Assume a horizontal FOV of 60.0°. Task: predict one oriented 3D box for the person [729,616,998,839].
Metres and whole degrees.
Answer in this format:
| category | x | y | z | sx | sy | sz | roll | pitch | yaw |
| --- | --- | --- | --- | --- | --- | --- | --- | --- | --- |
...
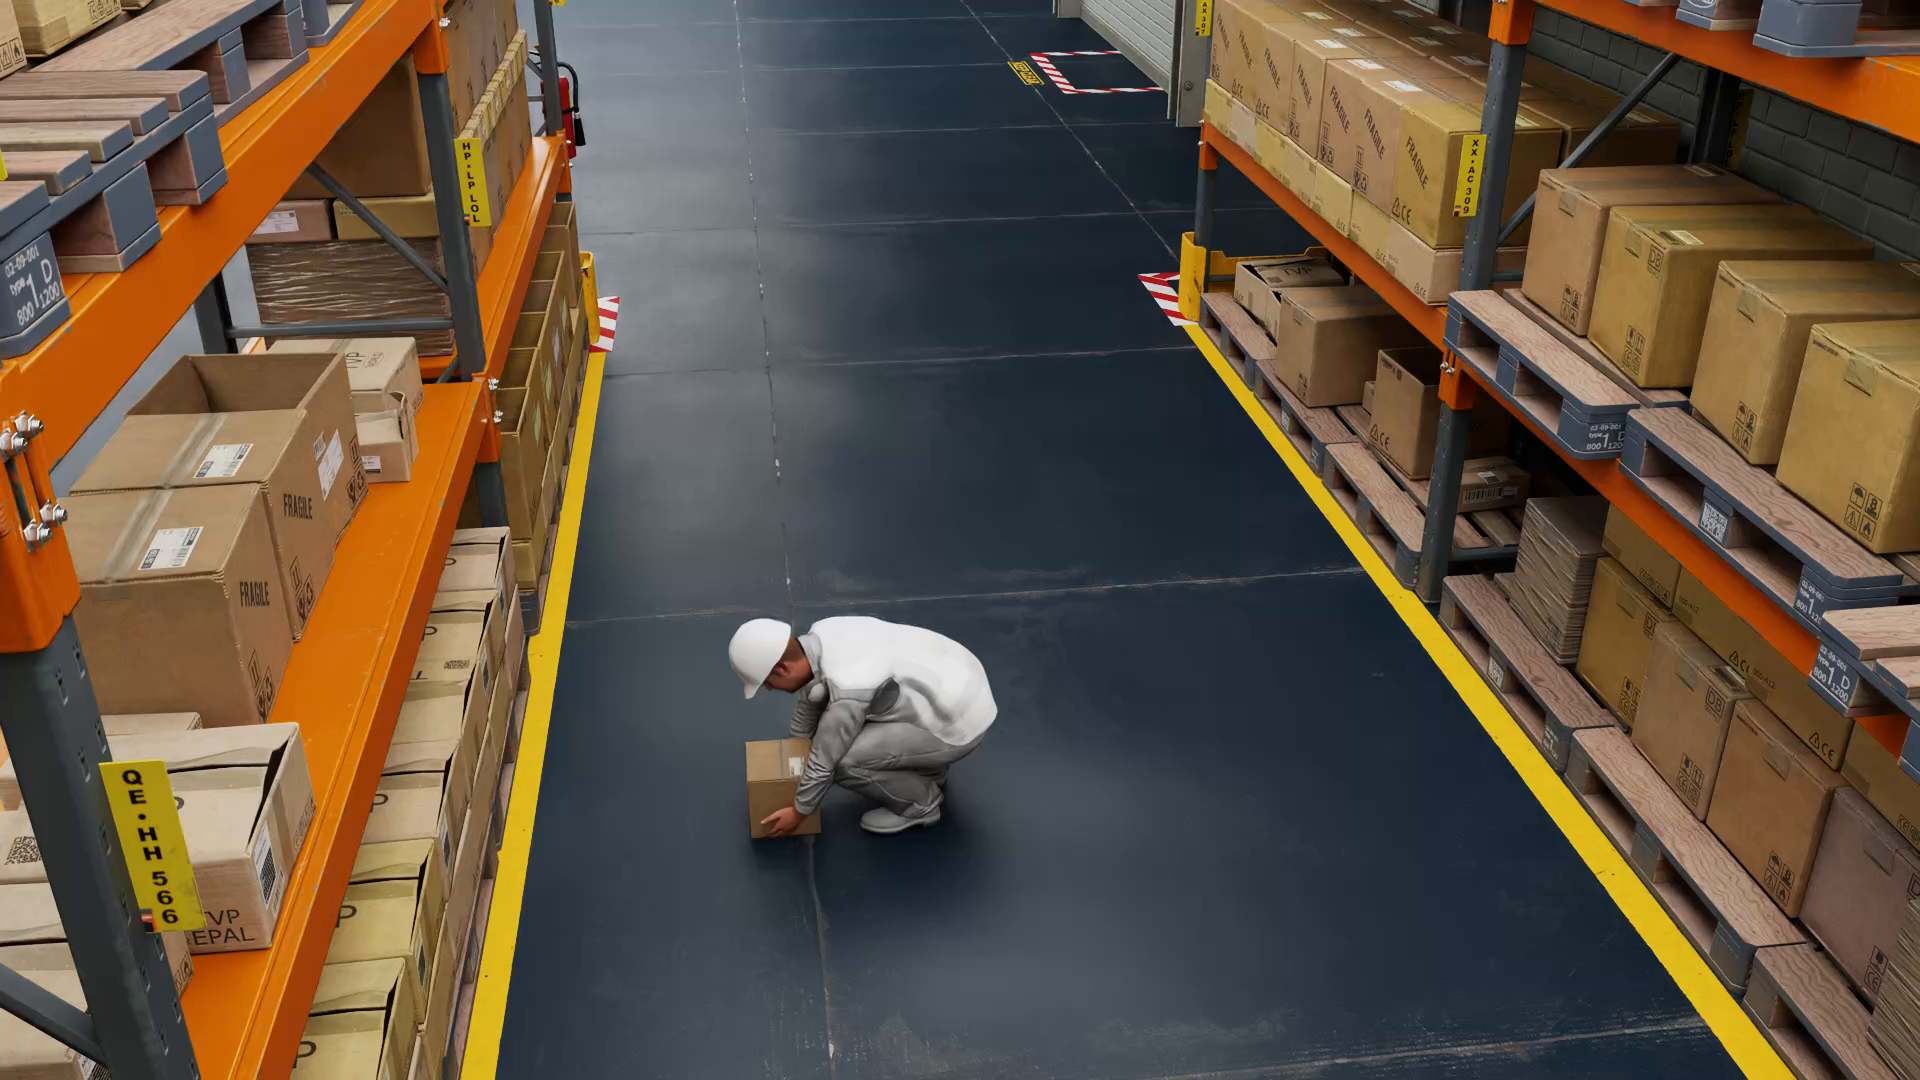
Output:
| category | x | y | z | sx | sy | sz | roll | pitch | yaw |
| --- | --- | --- | --- | --- | --- | --- | --- | --- | --- |
| person | -0.337 | 0.619 | 5.919 | 0.925 | 0.870 | 0.529 | -4 | 27 | -7 |
